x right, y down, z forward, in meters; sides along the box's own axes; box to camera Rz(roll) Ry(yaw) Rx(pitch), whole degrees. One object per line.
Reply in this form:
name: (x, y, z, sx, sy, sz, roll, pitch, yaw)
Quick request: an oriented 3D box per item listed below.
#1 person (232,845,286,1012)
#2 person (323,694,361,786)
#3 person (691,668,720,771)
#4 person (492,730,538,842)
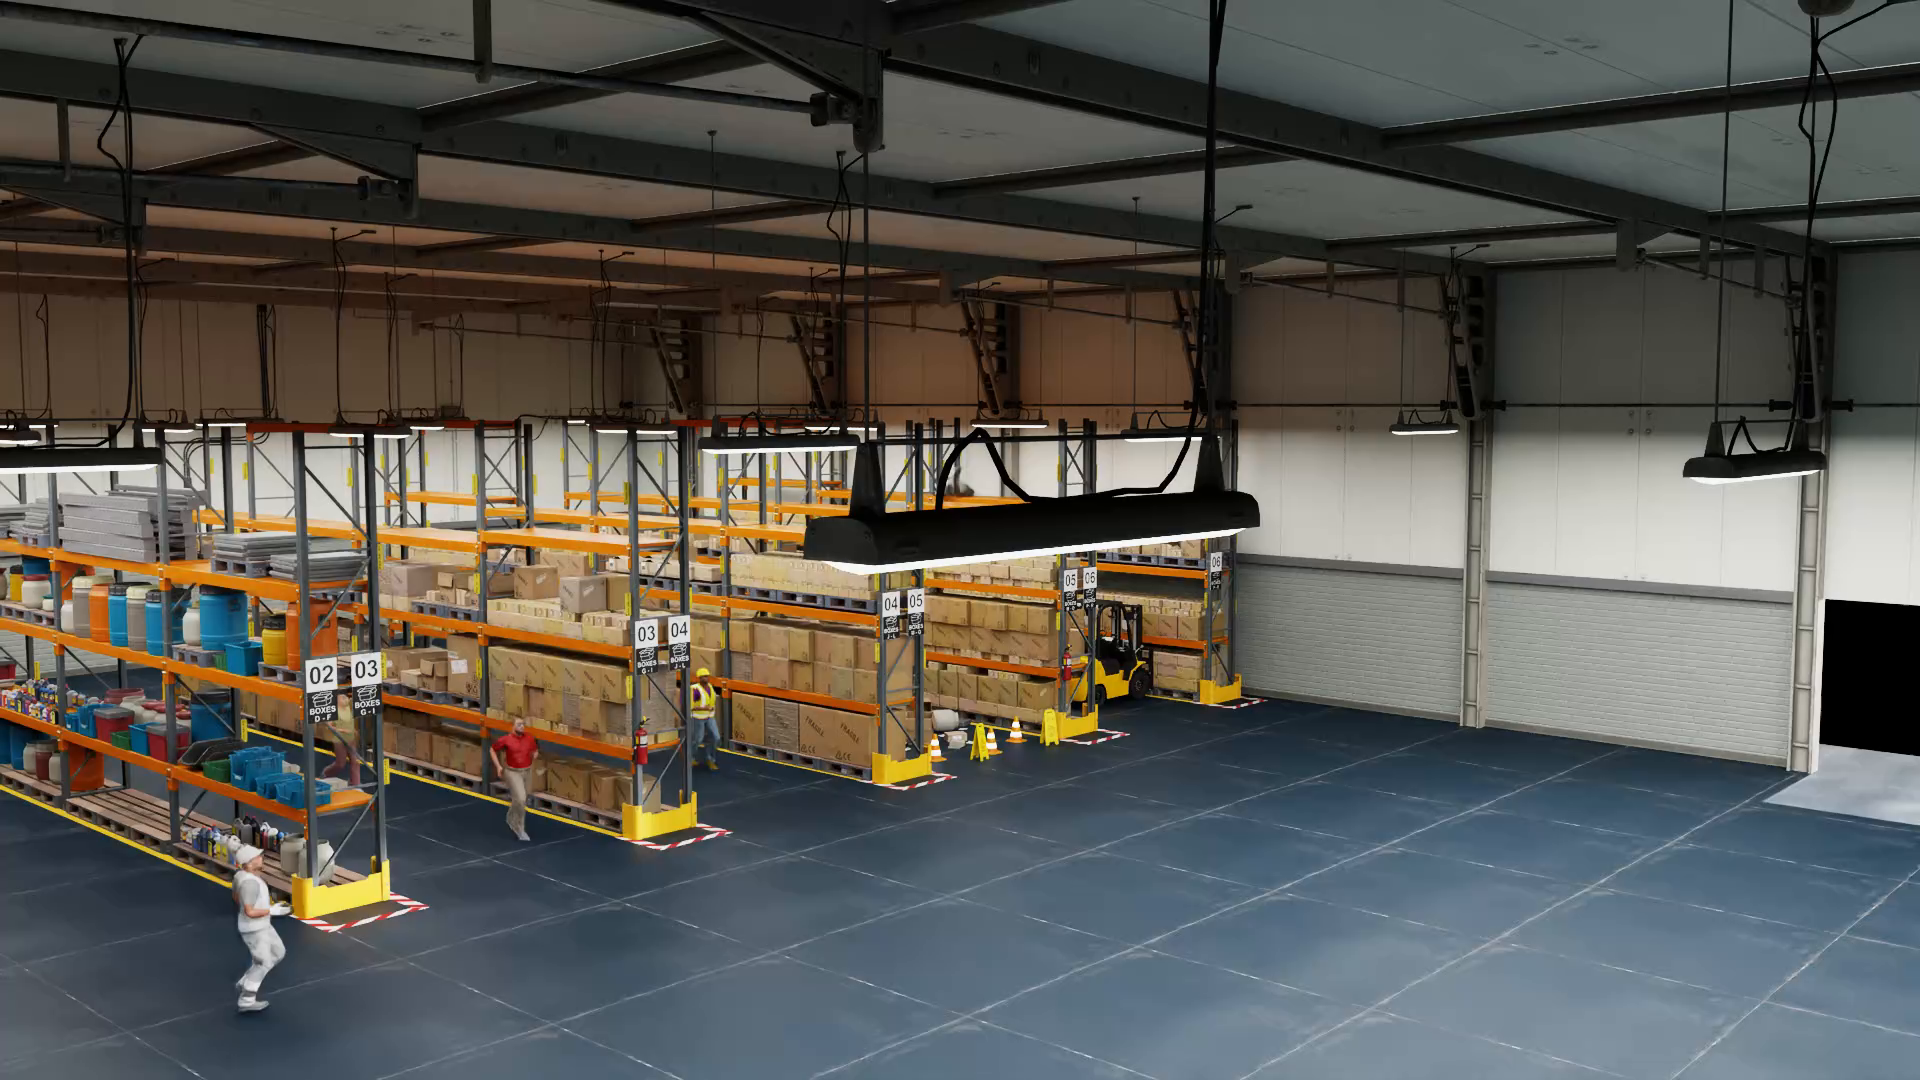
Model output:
person: (-7.311, 4.029, 17.328, 0.506, 1.741, 0.619, -2, 5, -22)
person: (-10.049, 3.241, 27.036, 0.770, 1.578, 0.578, 3, 5, 31)
person: (-4.473, 3.118, 28.792, 0.629, 1.840, 0.679, 4, 6, 39)
person: (-6.479, 3.590, 24.383, 0.768, 1.567, 0.612, 4, 6, 38)
